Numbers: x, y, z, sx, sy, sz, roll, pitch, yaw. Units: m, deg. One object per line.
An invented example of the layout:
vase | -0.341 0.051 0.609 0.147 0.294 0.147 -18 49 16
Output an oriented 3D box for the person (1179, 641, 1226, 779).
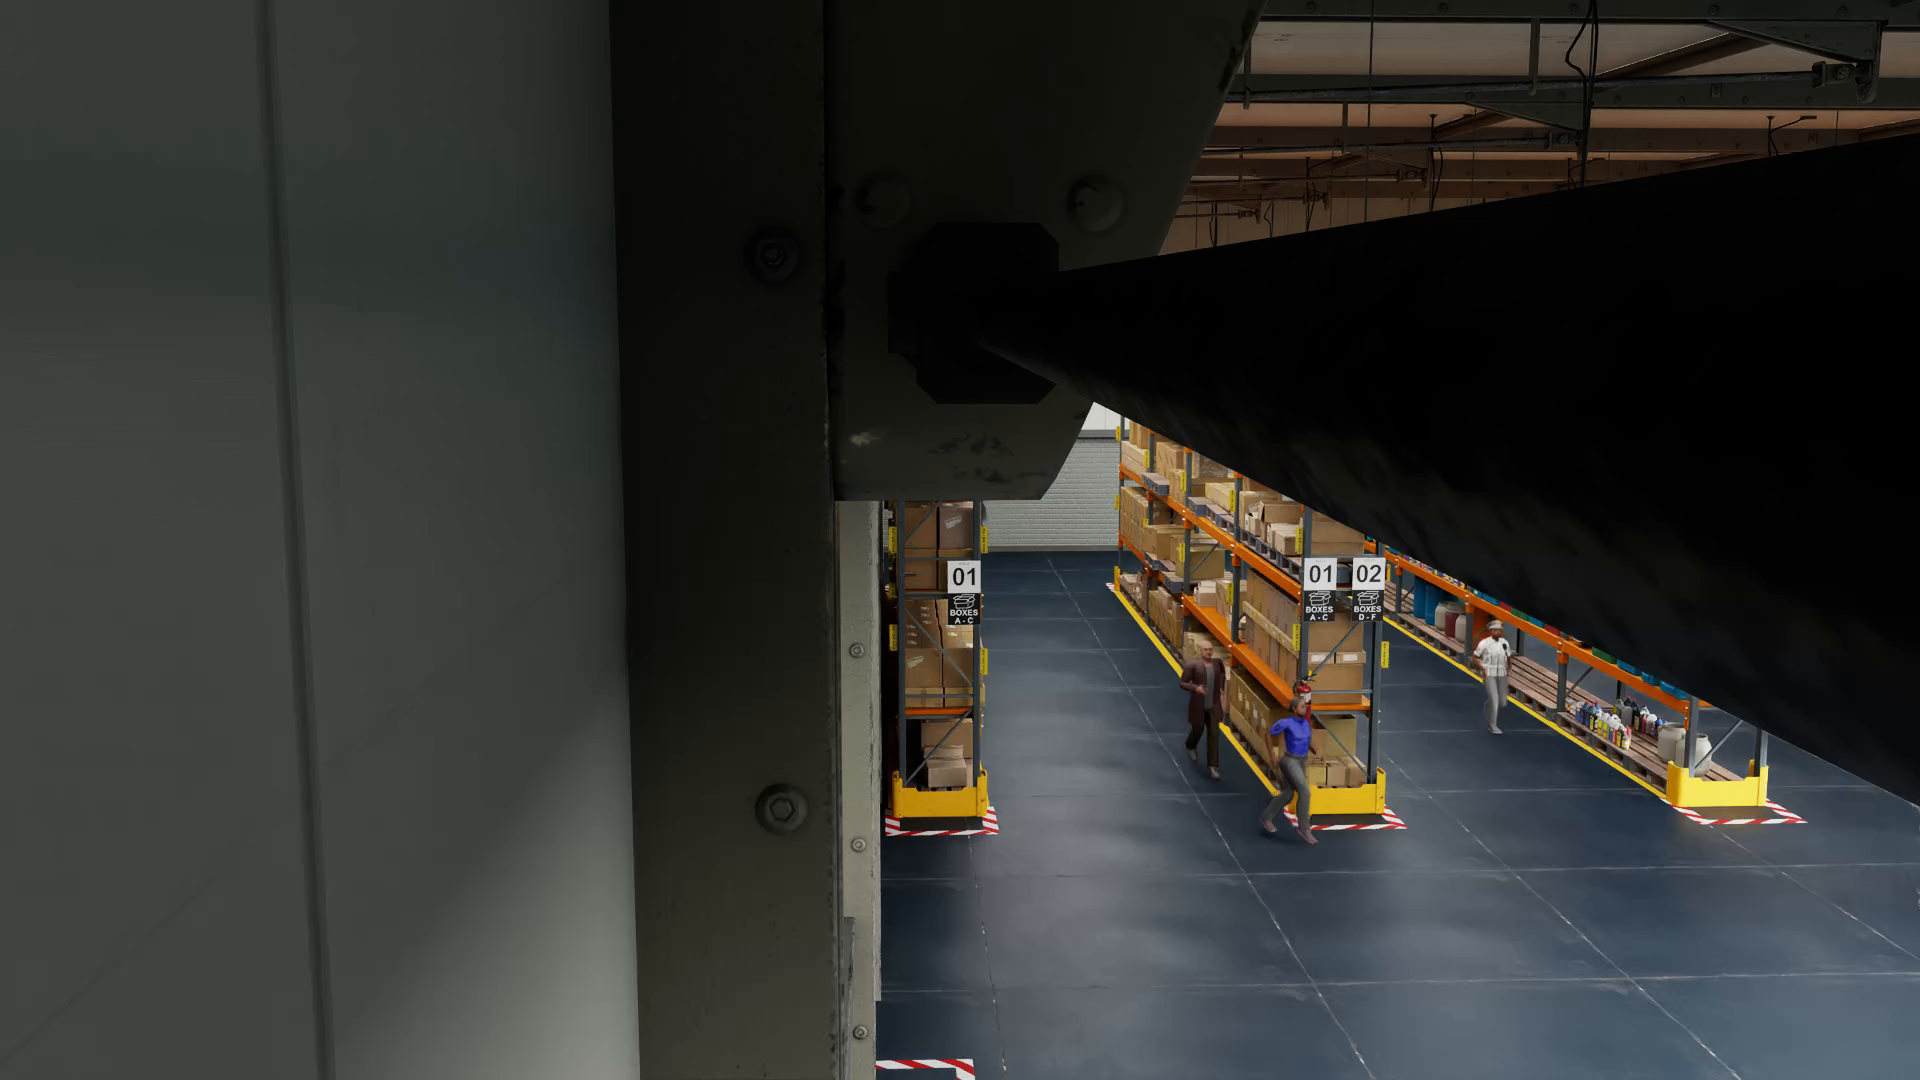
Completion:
person | 3.284 2.322 22.319 0.714 1.557 1.081 -2 8 -10

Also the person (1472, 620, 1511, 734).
person | 7.862 1.986 24.562 0.581 1.655 0.701 -1 8 -6

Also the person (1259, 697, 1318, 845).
person | 3.995 2.711 19.701 0.790 1.622 0.583 7 11 42
